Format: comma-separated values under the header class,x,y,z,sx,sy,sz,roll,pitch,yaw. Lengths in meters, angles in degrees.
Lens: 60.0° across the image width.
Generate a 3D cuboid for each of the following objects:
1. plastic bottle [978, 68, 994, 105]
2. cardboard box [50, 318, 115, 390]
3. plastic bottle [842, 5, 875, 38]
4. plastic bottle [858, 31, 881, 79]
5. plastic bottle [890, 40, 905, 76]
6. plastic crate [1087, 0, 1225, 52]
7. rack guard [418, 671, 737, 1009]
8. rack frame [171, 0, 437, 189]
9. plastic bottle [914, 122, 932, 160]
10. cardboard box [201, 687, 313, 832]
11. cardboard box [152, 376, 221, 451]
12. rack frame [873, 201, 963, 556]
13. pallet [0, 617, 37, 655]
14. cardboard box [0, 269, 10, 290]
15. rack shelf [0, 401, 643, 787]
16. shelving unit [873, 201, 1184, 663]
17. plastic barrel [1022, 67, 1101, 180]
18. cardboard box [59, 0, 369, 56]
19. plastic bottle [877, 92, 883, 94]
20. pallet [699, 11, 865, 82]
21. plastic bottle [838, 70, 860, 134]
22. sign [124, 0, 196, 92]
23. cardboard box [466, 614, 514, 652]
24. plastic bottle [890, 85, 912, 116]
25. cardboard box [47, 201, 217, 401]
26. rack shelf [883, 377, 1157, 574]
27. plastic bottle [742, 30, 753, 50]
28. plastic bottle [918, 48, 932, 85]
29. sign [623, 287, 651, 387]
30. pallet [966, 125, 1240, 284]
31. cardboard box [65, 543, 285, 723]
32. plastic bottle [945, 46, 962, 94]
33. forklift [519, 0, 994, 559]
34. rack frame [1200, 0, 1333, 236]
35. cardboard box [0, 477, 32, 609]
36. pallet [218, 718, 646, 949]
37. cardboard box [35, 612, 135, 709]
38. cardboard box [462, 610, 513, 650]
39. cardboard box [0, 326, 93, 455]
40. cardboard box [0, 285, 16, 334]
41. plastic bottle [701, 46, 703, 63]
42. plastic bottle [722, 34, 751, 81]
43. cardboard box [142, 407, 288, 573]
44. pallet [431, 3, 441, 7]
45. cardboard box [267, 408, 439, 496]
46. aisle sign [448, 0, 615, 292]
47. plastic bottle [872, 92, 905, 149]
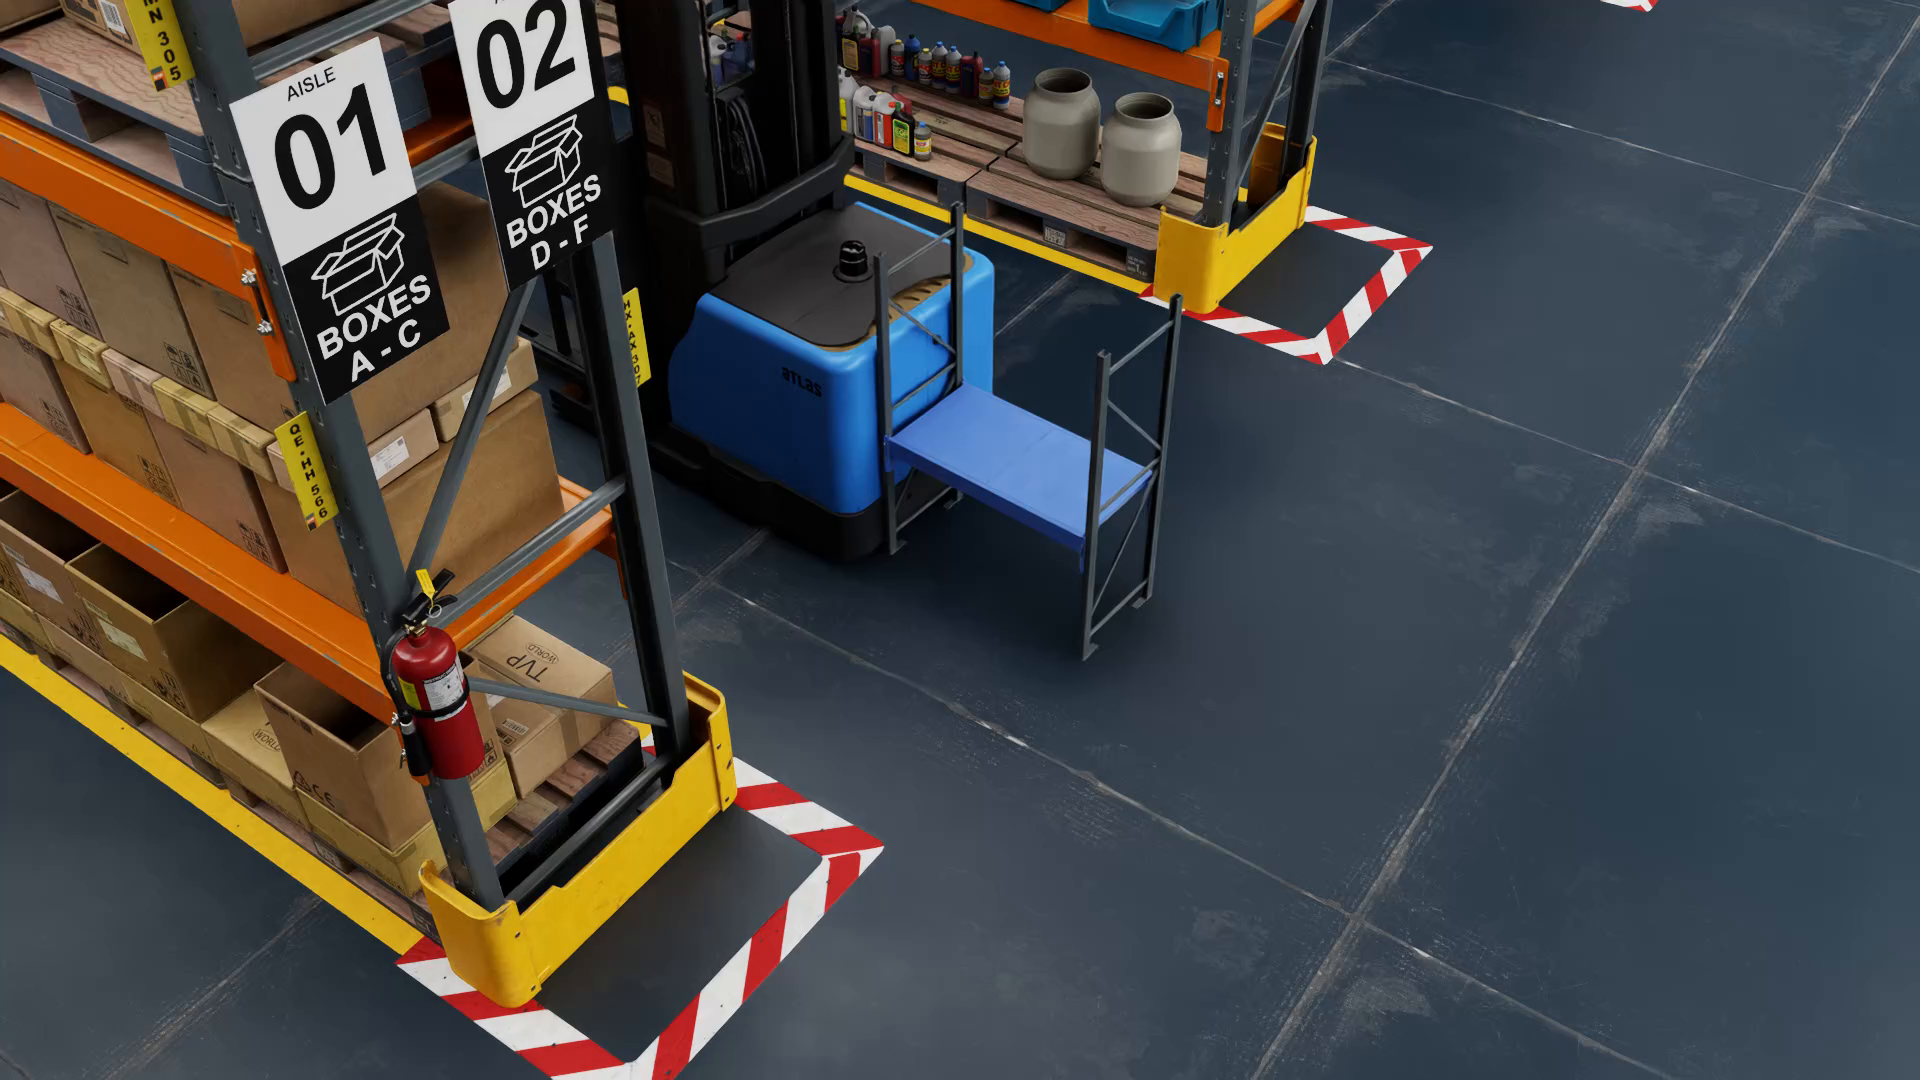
class,x,y,z,sx,sy,sz,roll,pitch,yaw
plastic bottle,0.157,-2.669,9.751,0.097,0.201,0.097,0,42,0
cardboard box,-2.566,-0.657,5.173,0.250,0.149,0.380,27,48,27
plastic bottle,-0.613,-3.065,10.083,0.185,0.351,0.144,25,47,25
plastic bottle,-0.543,-2.918,9.968,0.133,0.283,0.061,25,48,25
plastic bottle,-0.370,-2.915,10.027,0.097,0.201,0.097,0,42,0
plastic crate,0.966,-2.616,8.036,0.616,0.251,0.499,25,48,25
rack guard,-1.280,1.000,5.757,0.348,0.500,1.175,25,48,25
rack frame,-1.300,-2.176,2.934,0.127,3.000,1.000,25,48,25
plastic bottle,-0.208,-2.228,9.260,0.097,0.201,0.097,0,42,0
cardboard box,-2.325,0.699,5.967,0.500,0.250,0.500,25,48,25
cardboard box,-2.146,-0.459,4.952,0.250,0.149,0.380,24,47,25
rack frame,-0.156,-0.625,6.824,0.032,1.500,0.500,28,49,28
pallet,-3.948,-0.106,7.210,1.213,0.211,1.003,25,48,25
cardboard box,-2.975,-1.250,5.350,0.500,0.500,0.700,25,48,25
rack shelf,-2.937,-0.438,6.030,4.000,0.370,1.077,25,48,25
shelving unit,0.241,-0.413,6.587,1.048,1.500,0.538,28,49,28
plastic barrel,0.554,-2.275,9.094,0.421,0.512,0.421,0,42,0
cardboard box,-1.768,-1.528,3.961,0.637,0.503,0.797,28,49,28
plastic bottle,-0.456,-2.468,9.528,0.097,0.201,0.097,0,42,0
pallet,-1.201,-2.856,10.283,1.213,0.211,1.003,25,48,25
plastic bottle,-0.650,-2.510,9.462,0.185,0.351,0.144,27,48,27
sign,-1.623,-1.068,3.340,0.005,0.325,0.100,25,48,25
cardboard box,-2.023,0.411,6.288,0.500,0.250,0.500,25,48,25
plastic bottle,-0.338,-2.429,9.422,0.133,0.283,0.061,25,48,25
cardboard box,-2.152,-0.866,4.920,0.500,0.500,0.700,24,47,24
rack shelf,0.241,-0.279,6.707,1.000,0.185,0.538,28,49,28
plastic bottle,-1.222,-2.895,9.892,0.185,0.351,0.144,25,48,25
plastic bottle,-0.202,-2.836,9.939,0.097,0.201,0.097,0,42,0
sign,-0.976,-0.593,4.955,0.005,0.325,0.100,25,48,25
pallet,0.796,-1.922,9.239,1.213,0.211,1.003,25,48,25
cardboard box,-2.737,0.230,5.928,0.500,0.500,0.500,25,48,25
plastic bottle,-0.039,-2.786,9.830,0.097,0.271,0.097,0,42,0
forklift,-1.307,-1.834,7.101,3.031,2.935,1.130,28,49,28
rack frame,1.548,-2.643,7.955,0.127,3.000,1.000,25,48,25
cardboard box,-3.556,-0.152,6.355,0.500,0.500,0.500,25,48,25
pallet,-1.950,0.829,6.166,1.213,0.211,1.003,25,48,25
cardboard box,-3.143,0.316,6.395,0.500,0.250,0.500,25,48,25
cardboard box,-2.021,0.131,6.039,0.500,0.500,0.500,25,48,25
cardboard box,-2.944,-0.755,5.769,0.500,0.500,0.700,27,48,27
cardboard box,-2.993,-0.855,5.394,0.250,0.149,0.380,24,47,25
plastic bottle,-1.552,-2.857,9.962,0.097,0.201,0.097,0,42,0
plastic bottle,-1.305,-2.816,9.804,0.185,0.351,0.144,26,48,26
cardboard box,-2.107,-0.362,5.330,0.500,0.500,0.700,26,48,26
pallet,-3.396,-3.882,11.430,1.213,0.211,1.003,25,48,25
cardboard box,-1.722,-0.262,4.732,0.250,0.149,0.380,24,47,25
aisle sign,-1.070,-1.051,4.226,0.004,0.787,0.394,25,48,25
plastic bottle,-0.398,-2.368,9.359,0.135,0.276,0.152,25,48,26
